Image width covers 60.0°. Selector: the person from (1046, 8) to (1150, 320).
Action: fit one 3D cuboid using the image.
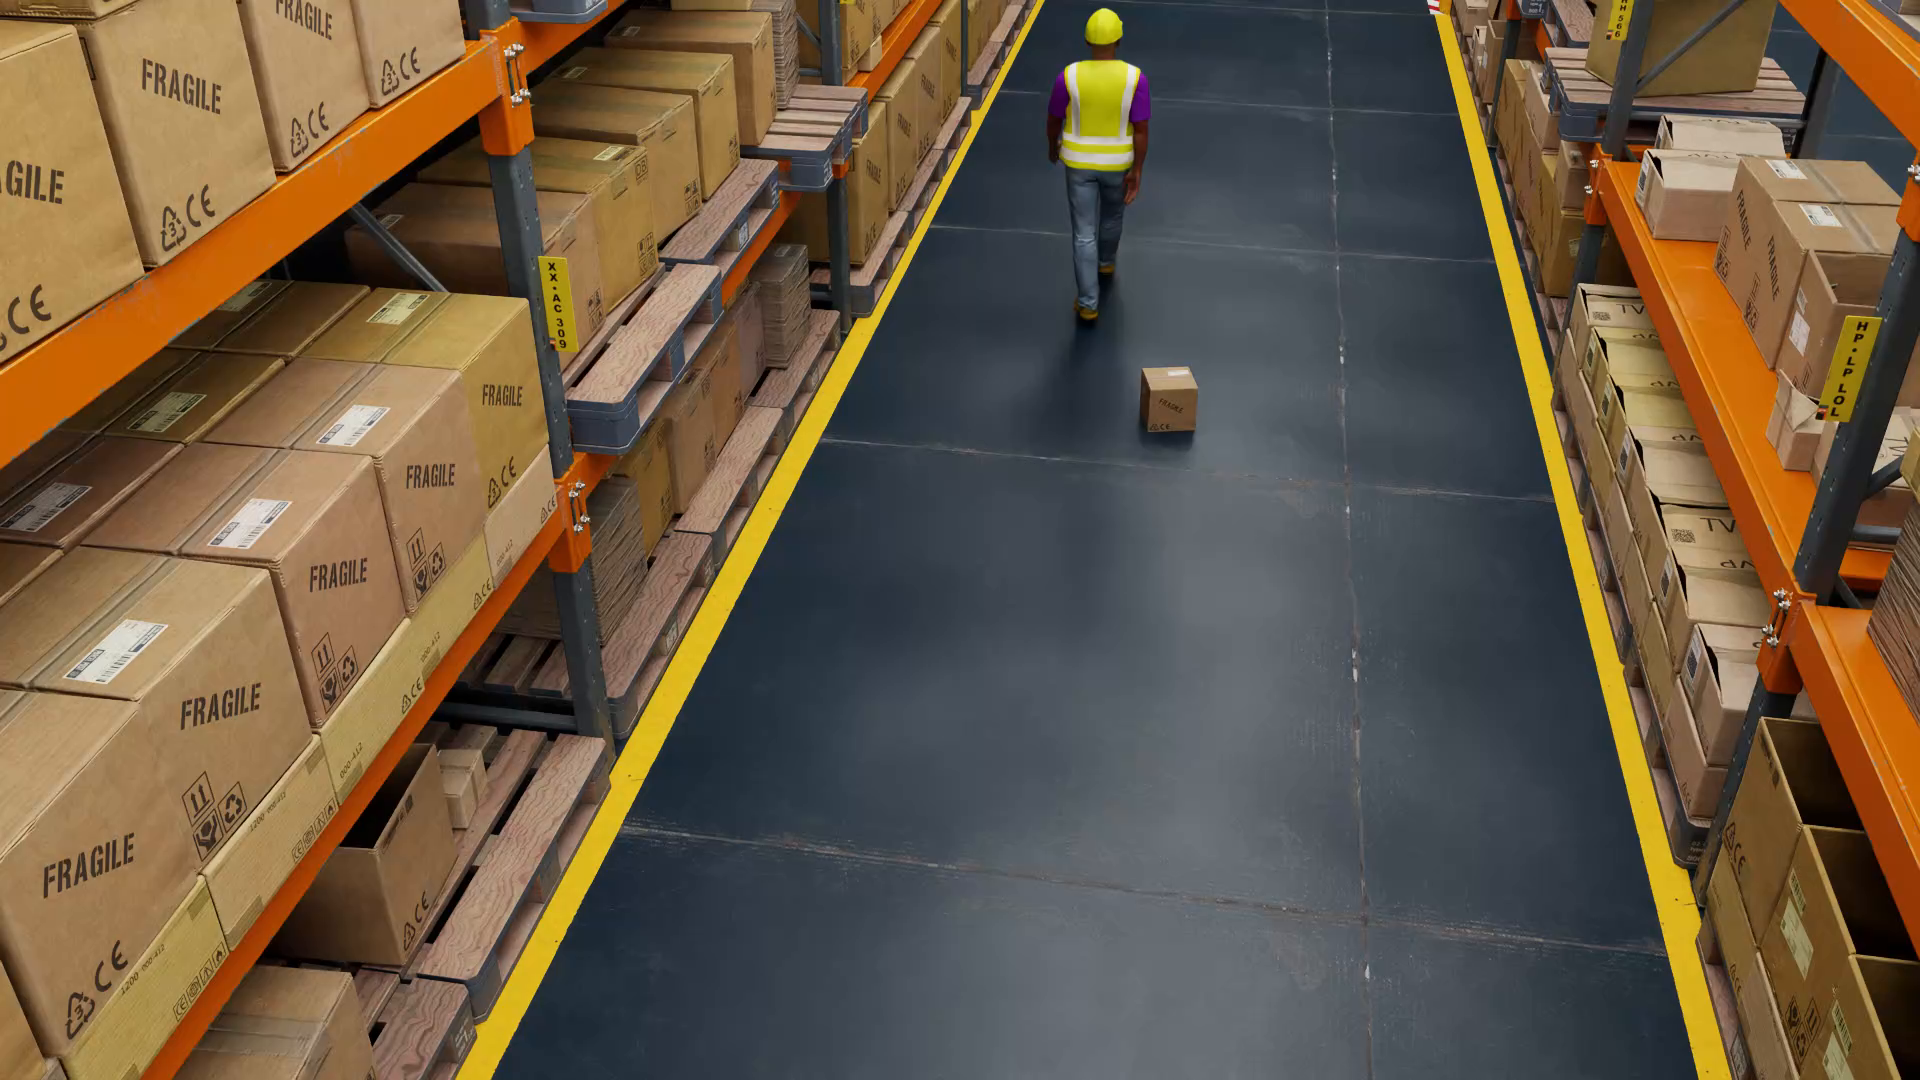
[{"bbox_3d":[0.782,-2.254,9.661,0.571,1.701,1.027,0,32,0],"label":"person"}]
